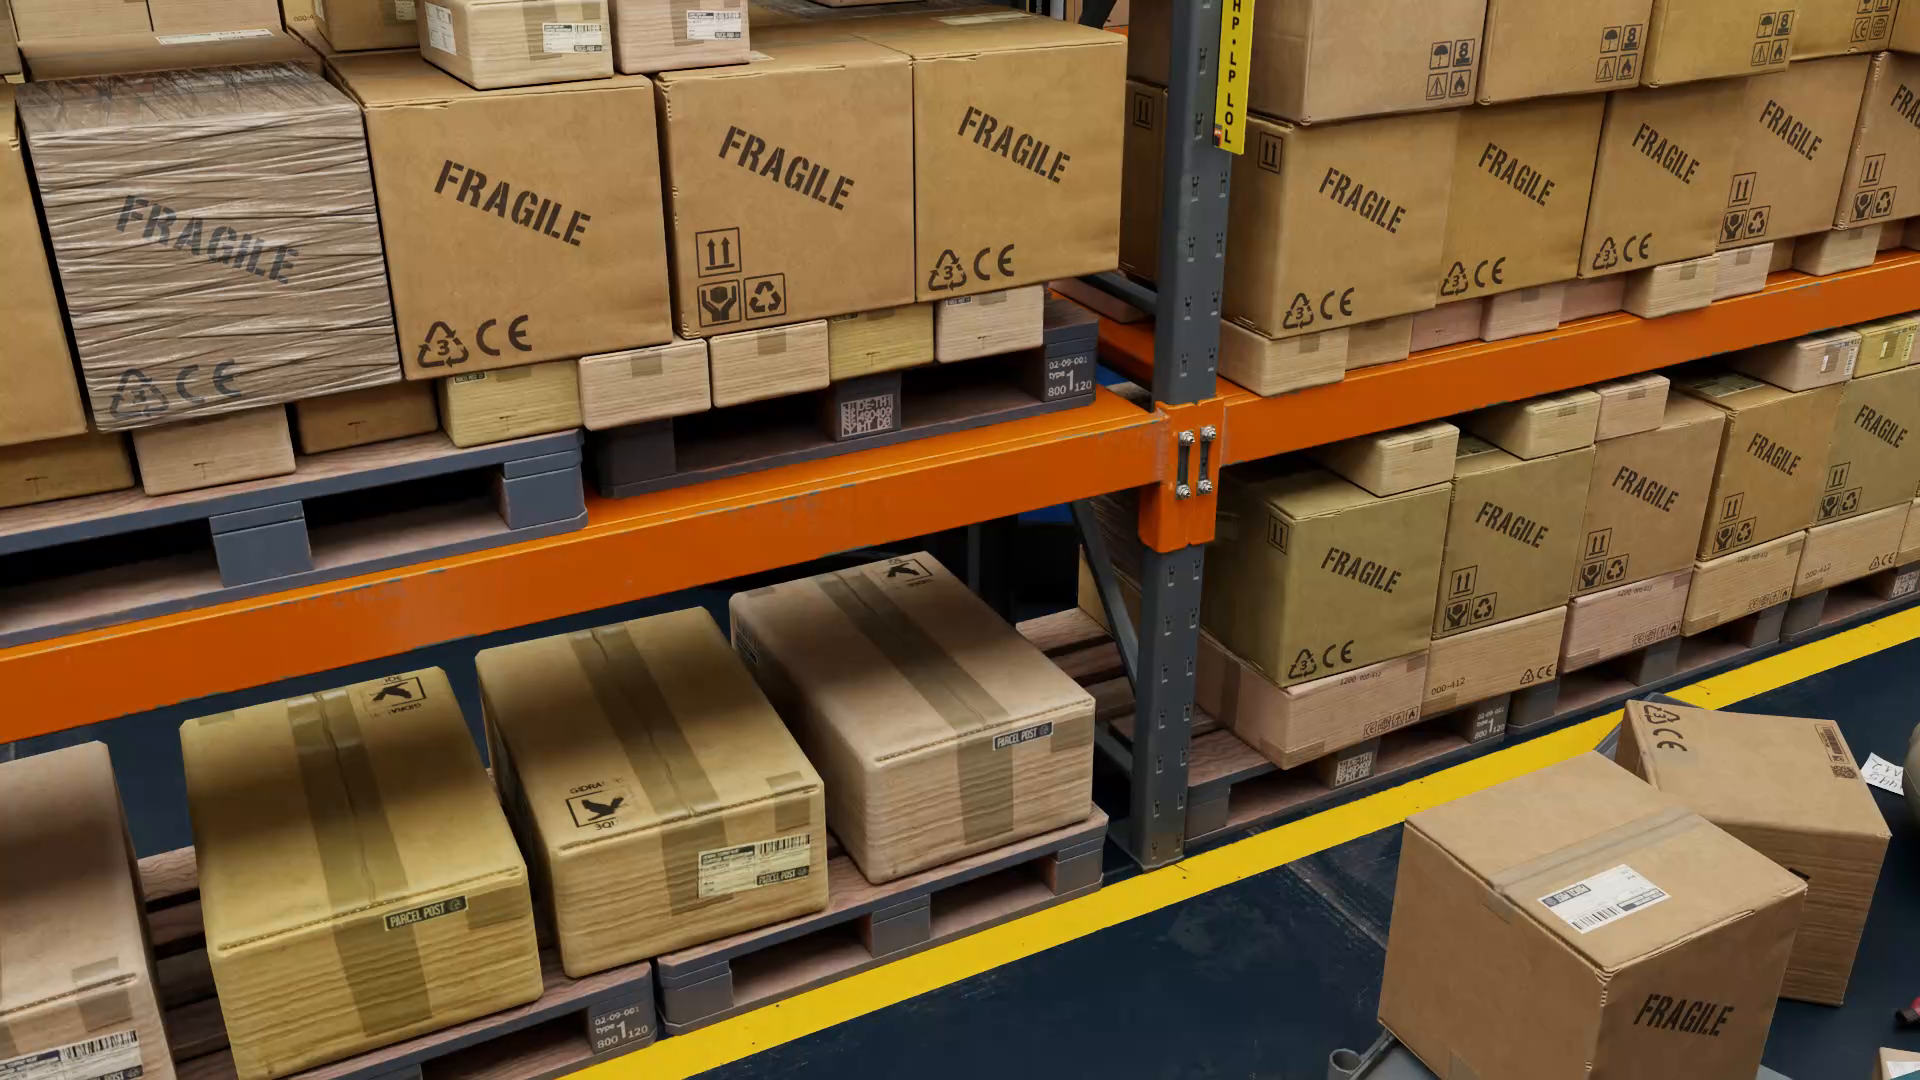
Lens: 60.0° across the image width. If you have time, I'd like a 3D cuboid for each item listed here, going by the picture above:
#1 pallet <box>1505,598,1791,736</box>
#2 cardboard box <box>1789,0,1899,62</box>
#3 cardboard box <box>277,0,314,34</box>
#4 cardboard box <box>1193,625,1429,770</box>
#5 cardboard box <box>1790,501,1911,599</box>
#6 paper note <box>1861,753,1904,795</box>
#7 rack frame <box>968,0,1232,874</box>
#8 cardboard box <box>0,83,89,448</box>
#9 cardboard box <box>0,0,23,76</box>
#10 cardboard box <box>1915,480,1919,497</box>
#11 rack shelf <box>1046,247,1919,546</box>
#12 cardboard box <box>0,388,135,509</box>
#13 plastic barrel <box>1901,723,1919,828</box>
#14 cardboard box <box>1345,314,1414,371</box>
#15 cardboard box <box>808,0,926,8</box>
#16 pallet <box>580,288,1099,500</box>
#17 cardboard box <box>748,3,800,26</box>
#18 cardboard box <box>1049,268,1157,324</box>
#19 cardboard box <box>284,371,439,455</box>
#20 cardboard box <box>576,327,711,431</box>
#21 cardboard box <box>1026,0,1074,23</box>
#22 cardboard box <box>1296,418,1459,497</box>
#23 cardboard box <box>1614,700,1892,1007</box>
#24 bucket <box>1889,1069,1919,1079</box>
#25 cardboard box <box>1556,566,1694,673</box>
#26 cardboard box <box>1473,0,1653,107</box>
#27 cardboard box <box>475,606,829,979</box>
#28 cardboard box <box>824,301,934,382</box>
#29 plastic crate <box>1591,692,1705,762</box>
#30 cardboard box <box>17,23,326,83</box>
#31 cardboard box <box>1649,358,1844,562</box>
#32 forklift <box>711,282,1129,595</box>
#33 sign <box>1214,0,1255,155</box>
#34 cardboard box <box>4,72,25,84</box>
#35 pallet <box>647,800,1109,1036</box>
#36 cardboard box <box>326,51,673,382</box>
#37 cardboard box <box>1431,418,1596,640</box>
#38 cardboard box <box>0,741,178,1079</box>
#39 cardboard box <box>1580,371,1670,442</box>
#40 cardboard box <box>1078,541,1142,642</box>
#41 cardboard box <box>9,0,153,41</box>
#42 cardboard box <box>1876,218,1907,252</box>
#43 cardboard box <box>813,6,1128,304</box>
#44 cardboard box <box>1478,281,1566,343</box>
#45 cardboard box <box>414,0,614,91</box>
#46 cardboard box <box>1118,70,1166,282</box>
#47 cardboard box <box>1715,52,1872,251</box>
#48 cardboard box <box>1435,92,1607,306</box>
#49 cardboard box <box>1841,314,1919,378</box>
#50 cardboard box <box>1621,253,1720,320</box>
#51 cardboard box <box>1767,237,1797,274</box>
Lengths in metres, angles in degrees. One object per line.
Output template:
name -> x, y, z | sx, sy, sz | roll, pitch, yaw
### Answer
pallet -> 1.964, 0.187, 5.617 | 1.213, 0.211, 1.003 | -13, 29, -25
cardboard box -> 2.134, -1.635, 4.576 | 0.500, 0.500, 0.700 | -13, 29, -25
cardboard box -> -2.793, -2.417, 7.415 | 0.500, 0.250, 0.500 | -14, 29, -26
cardboard box -> 0.958, 0.363, 4.719 | 0.500, 0.250, 0.500 | -14, 29, -27
cardboard box -> 2.792, -0.065, 5.610 | 0.500, 0.250, 0.500 | -13, 29, -25
paper note -> 2.688, 0.676, 4.806 | 0.142, 0.019, 0.148 | 21, 33, 37
rack frame -> 0.310, -0.670, 4.180 | 0.127, 3.000, 1.000 | -13, 29, -25
cardboard box -> -1.792, -0.447, 2.770 | 0.500, 0.500, 0.500 | -12, 28, -24
cardboard box -> -1.909, -0.957, 3.084 | 0.250, 0.149, 0.380 | -14, 29, -28
cardboard box -> 3.255, -0.510, 5.671 | 0.500, 0.500, 0.500 | -13, 28, -25
rack shelf -> 2.075, -0.753, 5.184 | 4.000, 0.370, 1.077 | -13, 29, -25
cardboard box -> -1.658, -0.209, 3.024 | 0.250, 0.149, 0.380 | -12, 28, -23
plastic barrel -> 2.729, 0.676, 4.354 | 0.421, 0.421, 0.512 | 5, 26, 11
cardboard box -> 0.937, -0.570, 4.261 | 0.250, 0.149, 0.380 | -12, 28, -24
cardboard box -> -0.272, -1.370, 3.944 | 0.250, 0.149, 0.380 | -13, 29, -25
pallet -> -0.433, -0.483, 4.013 | 1.213, 0.211, 1.003 | -13, 29, -25
cardboard box -> -0.680, -0.950, 3.819 | 0.500, 0.500, 0.500 | -13, 29, -25
cardboard box -> 0.450, -0.739, 4.613 | 0.250, 0.149, 0.380 | -13, 29, -26
cardboard box -> -1.202, -0.319, 3.254 | 0.250, 0.149, 0.380 | -14, 29, -27
cardboard box -> -0.689, -0.369, 3.359 | 0.250, 0.149, 0.380 | -13, 28, -25
cardboard box -> 0.276, -3.017, 8.954 | 0.500, 0.500, 0.500 | -14, 29, -26
cardboard box -> 1.096, -0.270, 4.422 | 0.250, 0.149, 0.380 | -13, 28, -24
cardboard box -> 1.896, 0.757, 4.092 | 0.500, 0.500, 0.500 | 5, 26, 11
bucket -> 1.764, 1.082, 2.556 | 0.620, 0.611, 0.726 | -13, 27, -3
cardboard box -> 1.890, 0.141, 5.182 | 0.500, 0.250, 0.500 | -13, 29, -26
cardboard box -> 1.261, -1.402, 4.091 | 0.500, 0.500, 0.700 | -13, 28, -25
cardboard box -> -0.784, 0.581, 4.125 | 0.625, 0.372, 0.950 | -11, 28, -22
cardboard box -> -0.255, -0.489, 3.607 | 0.250, 0.149, 0.380 | -14, 29, -27
plastic crate -> 2.081, 0.640, 4.825 | 0.402, 0.080, 0.583 | 21, 33, 37
cardboard box -> -1.571, -0.746, 3.394 | 0.500, 0.500, 0.500 | -14, 29, -27
cardboard box -> 2.348, -0.302, 5.239 | 0.500, 0.500, 0.500 | -14, 29, -26
forklift -> -0.738, -1.387, 5.752 | 3.031, 2.935, 1.130 | 3, 26, 7
sign -> 0.574, -0.981, 3.489 | 0.005, 0.325, 0.100 | -13, 29, -25
cardboard box -> -4.155, -1.888, 6.889 | 0.500, 0.250, 0.500 | -14, 29, -27
pallet -> -0.376, 0.746, 4.452 | 1.213, 0.211, 1.003 | -13, 29, -25
cardboard box -> -0.885, -0.652, 3.199 | 0.500, 0.500, 0.500 | -12, 28, -23
cardboard box -> 1.424, -0.088, 4.794 | 0.500, 0.500, 0.500 | -12, 28, -23
cardboard box -> -2.069, 0.875, 3.512 | 0.625, 0.372, 0.950 | -14, 29, -26
cardboard box -> 1.785, -0.431, 4.758 | 0.250, 0.149, 0.380 | -11, 28, -22
cardboard box -> 0.705, 0.157, 5.149 | 0.500, 0.250, 0.500 | -12, 28, -23
cardboard box -> -3.701, -2.220, 7.004 | 0.500, 0.250, 0.500 | -13, 28, -24
cardboard box -> 2.697, -1.013, 5.185 | 0.250, 0.149, 0.380 | -13, 28, -24
cardboard box -> 0.010, -0.857, 3.624 | 0.500, 0.500, 0.500 | -14, 29, -26
cardboard box -> 1.392, -0.672, 4.475 | 0.250, 0.149, 0.380 | -12, 28, -24
cardboard box -> -0.824, -0.940, 3.049 | 0.250, 0.149, 0.380 | -14, 29, -27
cardboard box -> 0.585, -1.035, 4.480 | 0.500, 0.500, 0.500 | -14, 29, -26
cardboard box -> 2.147, -1.151, 4.723 | 0.500, 0.500, 0.500 | -13, 28, -24
cardboard box -> 1.261, -0.943, 4.290 | 0.500, 0.500, 0.500 | -13, 29, -25
cardboard box -> 2.740, -0.652, 5.217 | 0.250, 0.149, 0.380 | -12, 28, -24
cardboard box -> 1.872, -0.755, 4.648 | 0.250, 0.149, 0.380 | -13, 28, -25
cardboard box -> 2.252, -0.910, 4.969 | 0.250, 0.149, 0.380 | -13, 29, -25
